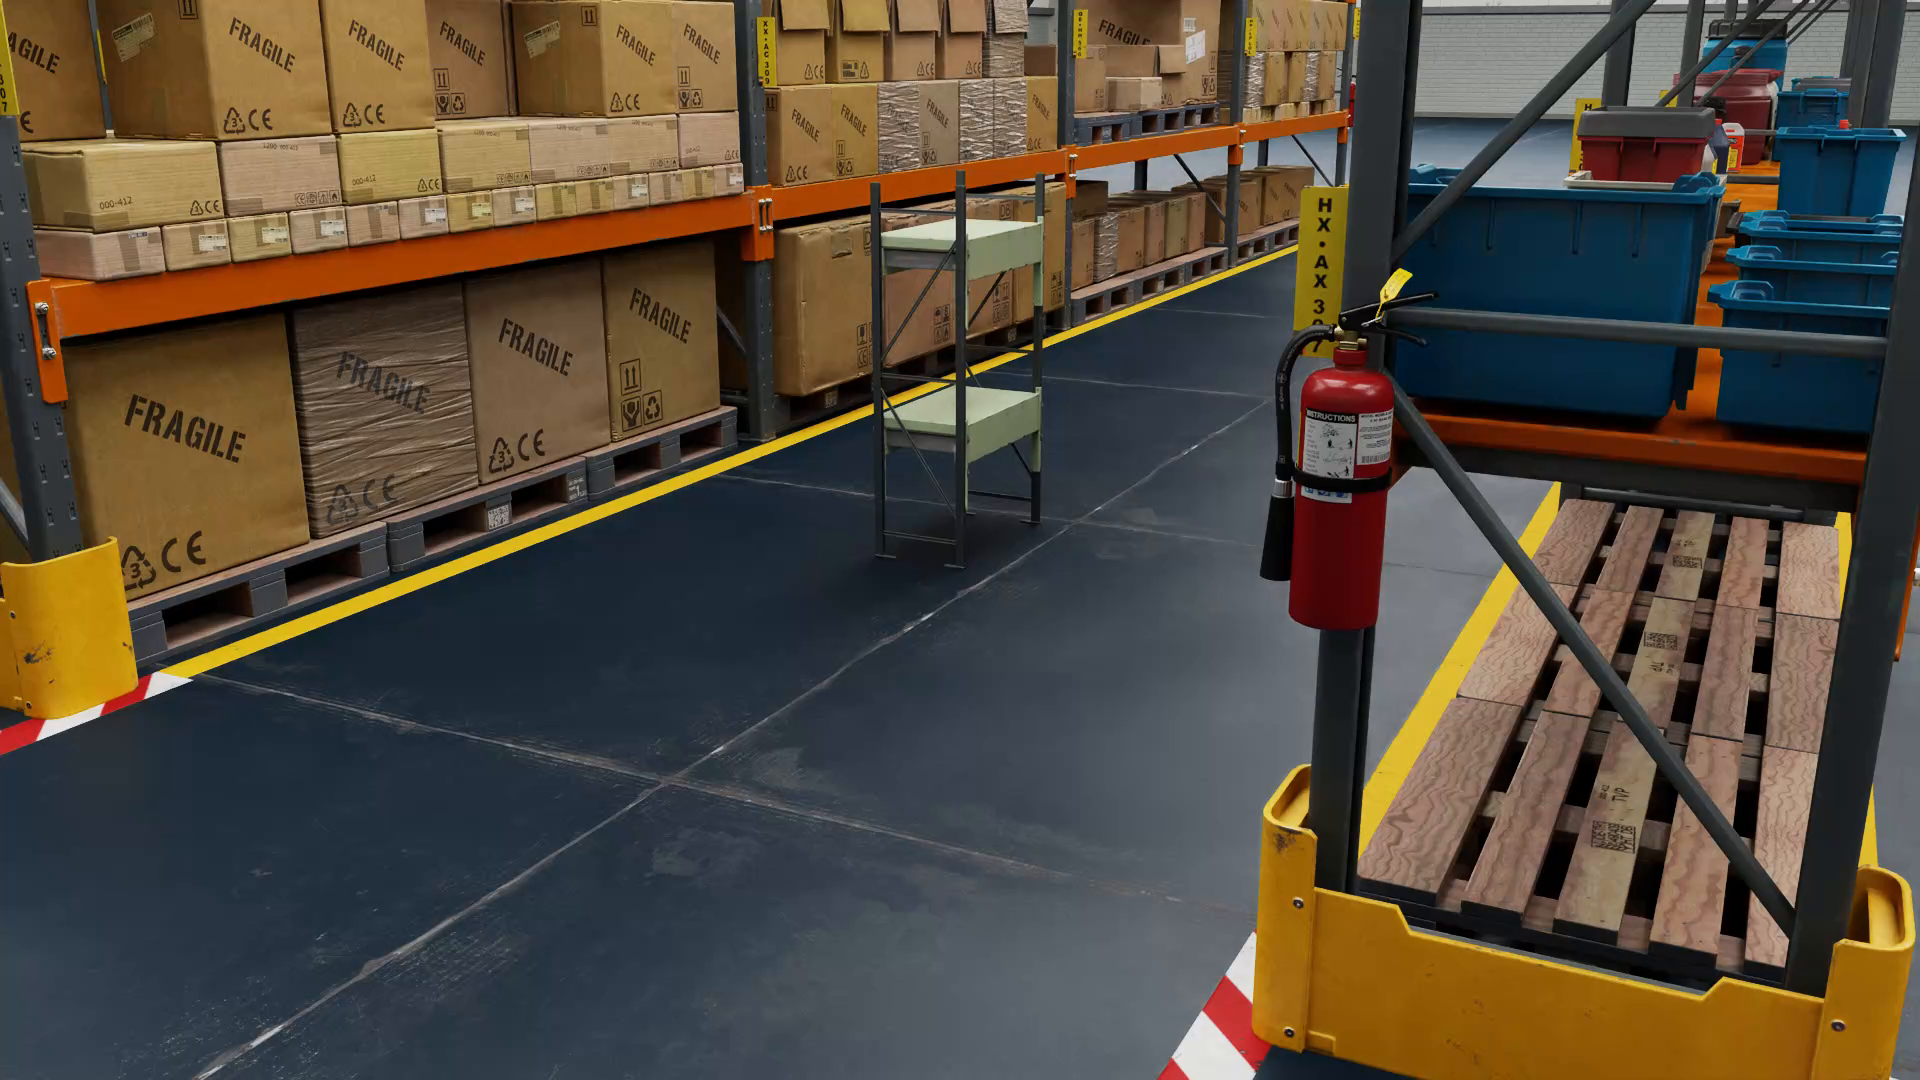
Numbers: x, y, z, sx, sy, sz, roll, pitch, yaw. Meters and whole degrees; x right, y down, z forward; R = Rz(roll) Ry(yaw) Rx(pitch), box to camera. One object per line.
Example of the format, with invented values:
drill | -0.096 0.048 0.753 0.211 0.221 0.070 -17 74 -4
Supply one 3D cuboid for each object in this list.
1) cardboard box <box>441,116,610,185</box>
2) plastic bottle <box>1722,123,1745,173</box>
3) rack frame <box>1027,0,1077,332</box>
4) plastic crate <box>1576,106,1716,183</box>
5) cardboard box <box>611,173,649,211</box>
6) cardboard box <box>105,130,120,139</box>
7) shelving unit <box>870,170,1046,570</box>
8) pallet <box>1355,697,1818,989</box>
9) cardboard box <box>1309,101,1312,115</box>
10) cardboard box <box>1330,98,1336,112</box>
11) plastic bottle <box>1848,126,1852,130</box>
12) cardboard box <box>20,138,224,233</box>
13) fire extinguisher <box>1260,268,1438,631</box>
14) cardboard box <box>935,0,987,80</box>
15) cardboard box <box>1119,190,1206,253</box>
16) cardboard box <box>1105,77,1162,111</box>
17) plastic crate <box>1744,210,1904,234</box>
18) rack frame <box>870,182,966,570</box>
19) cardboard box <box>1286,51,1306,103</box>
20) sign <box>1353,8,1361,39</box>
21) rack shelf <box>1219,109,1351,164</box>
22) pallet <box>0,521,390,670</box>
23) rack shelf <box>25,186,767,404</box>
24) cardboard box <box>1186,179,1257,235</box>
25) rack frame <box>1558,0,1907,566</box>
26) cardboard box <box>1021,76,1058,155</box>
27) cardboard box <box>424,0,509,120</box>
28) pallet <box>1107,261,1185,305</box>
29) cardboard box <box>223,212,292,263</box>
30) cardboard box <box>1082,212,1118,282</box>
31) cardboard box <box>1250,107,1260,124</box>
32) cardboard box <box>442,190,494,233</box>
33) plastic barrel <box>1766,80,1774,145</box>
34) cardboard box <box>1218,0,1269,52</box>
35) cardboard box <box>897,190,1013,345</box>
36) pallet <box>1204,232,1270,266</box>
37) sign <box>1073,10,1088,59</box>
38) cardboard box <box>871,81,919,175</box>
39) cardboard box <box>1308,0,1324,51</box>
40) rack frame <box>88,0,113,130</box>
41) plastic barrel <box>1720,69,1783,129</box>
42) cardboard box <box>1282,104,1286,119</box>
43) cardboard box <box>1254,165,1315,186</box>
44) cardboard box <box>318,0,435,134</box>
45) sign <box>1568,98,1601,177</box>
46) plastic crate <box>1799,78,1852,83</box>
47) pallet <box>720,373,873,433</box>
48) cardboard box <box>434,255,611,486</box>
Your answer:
cardboard box | -1.868 -1.680 7.153 0.500 0.250 0.500 9 19 26
plastic bottle | 4.424 -2.258 9.577 0.152 0.276 0.135 8 18 25
rack frame | 0.339 -3.036 11.978 1.000 3.000 0.127 8 18 25
plastic crate | 2.360 -1.251 5.751 0.402 0.464 0.583 8 18 25
cardboard box | -1.636 -1.581 7.521 0.380 0.149 0.250 8 19 26
cardboard box | -3.029 -1.355 6.061 0.500 0.250 0.500 8 18 24
shelving unit | 0.003 -0.721 6.817 0.431 1.500 0.755 8 18 25
pallet | 1.599 0.763 4.084 1.003 0.211 1.213 8 18 25
cardboard box | 3.519 -4.601 17.687 0.380 0.149 0.250 8 18 25
cardboard box | 3.971 -4.855 18.542 0.380 0.149 0.250 8 18 25
plastic bottle | 4.868 -2.134 9.146 0.061 0.283 0.133 8 18 25
cardboard box | -2.779 -1.157 5.393 0.500 0.250 0.500 8 18 24
fire extinguisher | 0.722 -0.172 3.126 0.296 0.674 0.183 8 18 25
cardboard box | -0.296 -3.215 10.644 0.797 0.503 0.637 9 19 27
cardboard box | 1.833 -2.914 15.185 0.700 0.500 0.500 7 18 21
cardboard box | 1.294 -3.563 13.279 0.500 0.250 0.500 8 18 24
plastic crate | 2.323 -0.750 4.469 0.416 0.233 0.300 8 18 25
rack frame | -0.161 -0.627 6.503 0.400 1.500 0.023 8 18 25
cardboard box | 3.032 -4.737 17.008 0.875 0.500 0.500 8 18 25
sign | 4.402 -5.705 18.374 0.100 0.325 0.005 8 18 25
rack shelf | 3.020 -4.220 17.226 1.077 0.370 4.000 8 18 25
pallet | -2.948 0.125 6.234 1.003 0.211 1.213 8 18 25
rack shelf | -2.342 -1.163 6.935 1.077 0.370 4.000 8 18 25
cardboard box | 2.590 -3.302 16.525 0.500 0.500 0.500 16 23 43
rack frame | 2.983 -1.387 6.426 1.000 3.000 0.127 8 18 25
cardboard box | 0.340 -2.927 11.435 0.500 0.500 0.500 9 19 27
cardboard box | -2.346 -2.100 7.252 0.500 0.500 0.500 7 18 24
pallet | 1.236 -2.208 14.087 1.003 0.211 1.213 8 18 25
cardboard box | -2.554 -1.057 5.757 0.380 0.149 0.250 8 18 24
cardboard box | 0.857 -2.365 13.336 0.700 0.500 0.500 6 18 21
cardboard box | 2.615 -4.013 15.709 0.380 0.149 0.250 8 18 25
cardboard box | -2.095 -1.318 6.636 0.380 0.149 0.250 8 18 24
plastic barrel | 5.227 -2.856 11.176 0.421 0.512 0.421 0 17 0
cardboard box | 2.555 -4.807 15.487 0.500 0.500 0.500 8 18 25
cardboard box | -0.393 -1.820 10.877 1.225 0.875 0.875 8 18 26
pallet | 2.395 -2.894 16.397 1.003 0.211 1.213 8 18 25
sign | 0.837 -3.521 11.579 0.100 0.325 0.005 8 18 25
cardboard box | -0.571 -2.406 9.682 0.500 0.500 0.500 8 18 24
cardboard box | 3.445 -5.317 17.204 0.500 0.500 0.500 8 18 25
rack frame | -5.840 -2.674 10.759 1.000 3.000 0.127 8 18 25
plastic barrel | 5.934 -3.274 12.541 0.433 0.535 0.433 0 17 0
cardboard box | 3.028 -4.273 16.583 0.380 0.149 0.250 8 18 25
cardboard box | 3.620 -3.920 18.607 0.500 0.500 0.500 12 20 36
cardboard box | -2.330 -1.777 6.162 0.500 0.500 0.500 8 18 24
sign | 2.492 -1.590 6.624 0.100 0.325 0.005 8 18 25
plastic crate | 6.615 -3.293 12.732 0.402 0.464 0.583 8 18 25
pallet | -1.171 -0.887 9.639 1.003 0.211 1.213 8 18 25
cardboard box | -2.217 -0.813 7.487 0.875 0.875 0.875 8 18 25
